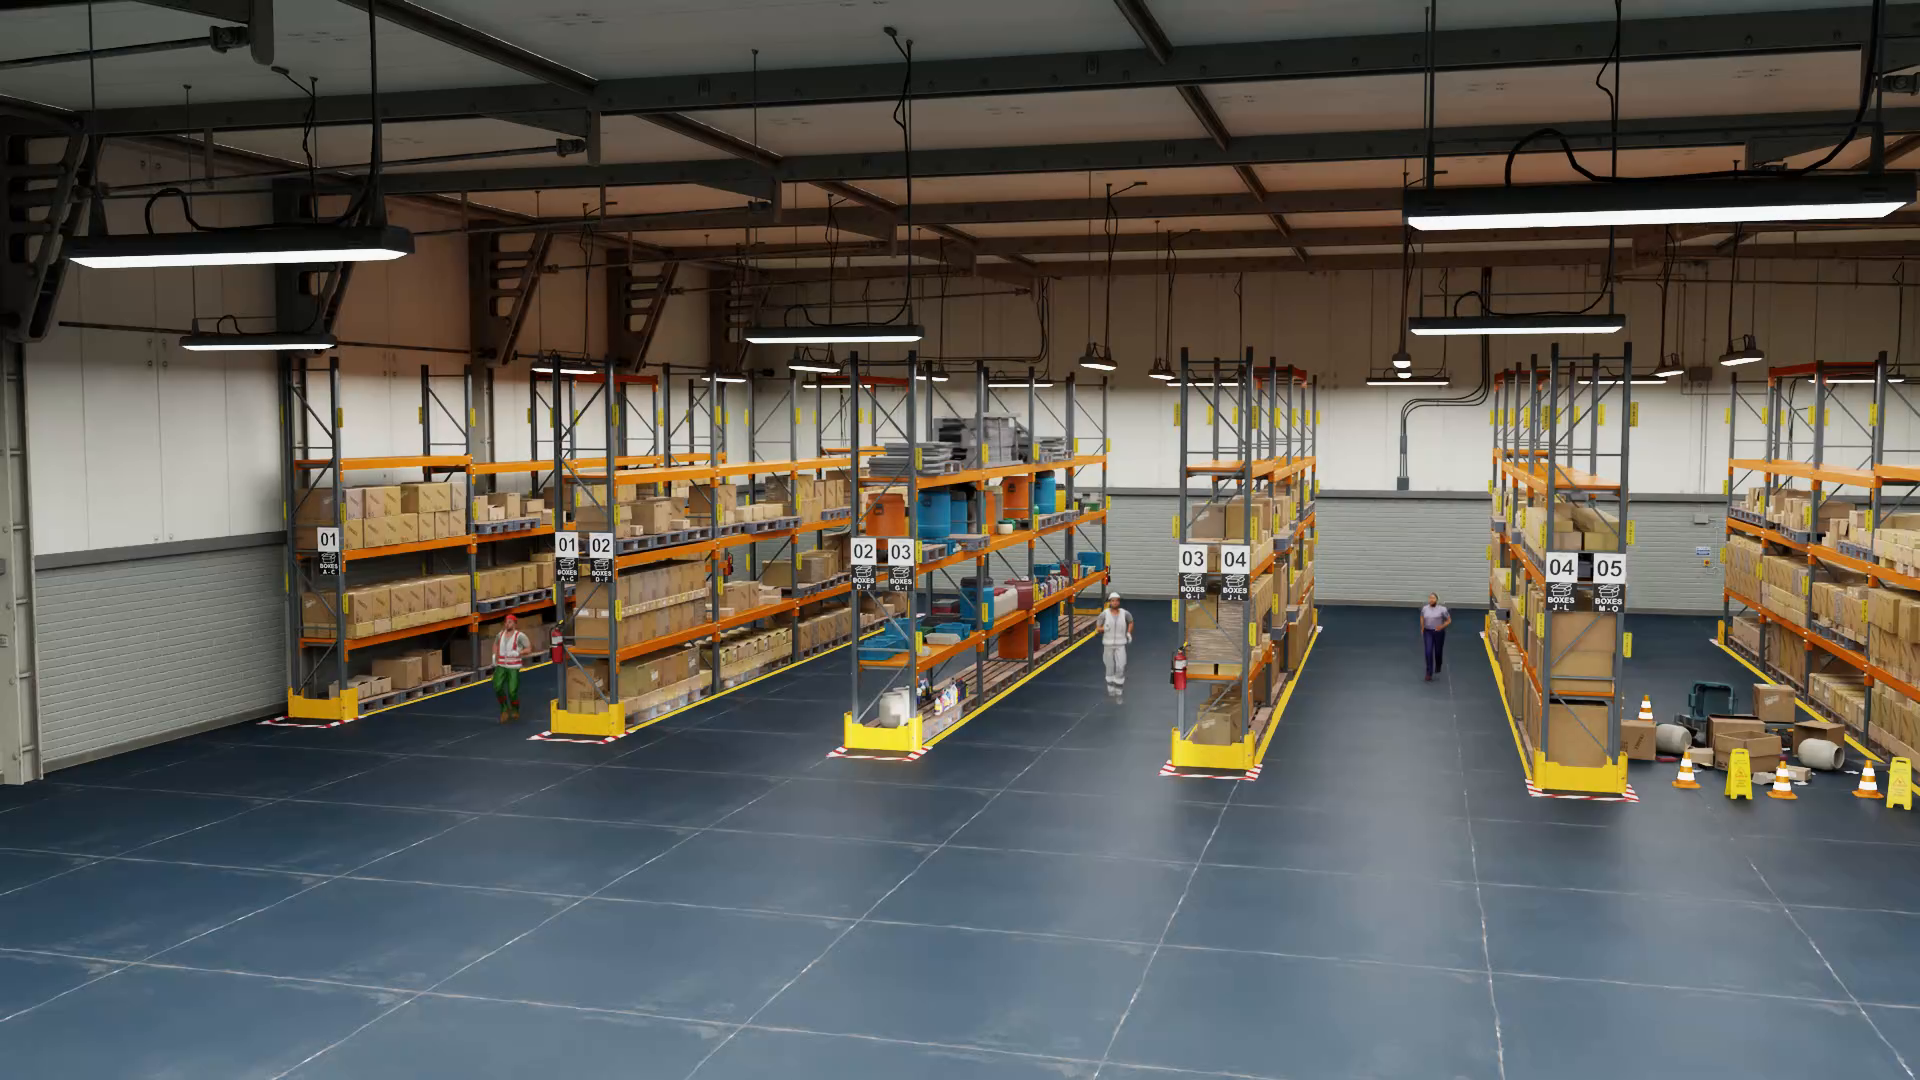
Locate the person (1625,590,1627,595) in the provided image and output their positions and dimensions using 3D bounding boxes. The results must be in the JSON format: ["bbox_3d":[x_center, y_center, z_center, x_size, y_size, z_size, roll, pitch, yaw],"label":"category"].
[{"bbox_3d":[14.181,1.462,36.360,0.656,1.771,0.894,0,4,-2],"label":"person"}]

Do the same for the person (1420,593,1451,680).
[{"bbox_3d":[9.086,1.827,31.822,0.599,1.644,0.847,2,5,23],"label":"person"}]

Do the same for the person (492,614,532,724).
[{"bbox_3d":[-7.401,2.115,27.321,0.730,1.787,0.639,1,4,10],"label":"person"}]

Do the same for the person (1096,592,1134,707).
[{"bbox_3d":[2.588,1.818,27.758,0.632,1.879,0.692,0,4,4],"label":"person"}]
